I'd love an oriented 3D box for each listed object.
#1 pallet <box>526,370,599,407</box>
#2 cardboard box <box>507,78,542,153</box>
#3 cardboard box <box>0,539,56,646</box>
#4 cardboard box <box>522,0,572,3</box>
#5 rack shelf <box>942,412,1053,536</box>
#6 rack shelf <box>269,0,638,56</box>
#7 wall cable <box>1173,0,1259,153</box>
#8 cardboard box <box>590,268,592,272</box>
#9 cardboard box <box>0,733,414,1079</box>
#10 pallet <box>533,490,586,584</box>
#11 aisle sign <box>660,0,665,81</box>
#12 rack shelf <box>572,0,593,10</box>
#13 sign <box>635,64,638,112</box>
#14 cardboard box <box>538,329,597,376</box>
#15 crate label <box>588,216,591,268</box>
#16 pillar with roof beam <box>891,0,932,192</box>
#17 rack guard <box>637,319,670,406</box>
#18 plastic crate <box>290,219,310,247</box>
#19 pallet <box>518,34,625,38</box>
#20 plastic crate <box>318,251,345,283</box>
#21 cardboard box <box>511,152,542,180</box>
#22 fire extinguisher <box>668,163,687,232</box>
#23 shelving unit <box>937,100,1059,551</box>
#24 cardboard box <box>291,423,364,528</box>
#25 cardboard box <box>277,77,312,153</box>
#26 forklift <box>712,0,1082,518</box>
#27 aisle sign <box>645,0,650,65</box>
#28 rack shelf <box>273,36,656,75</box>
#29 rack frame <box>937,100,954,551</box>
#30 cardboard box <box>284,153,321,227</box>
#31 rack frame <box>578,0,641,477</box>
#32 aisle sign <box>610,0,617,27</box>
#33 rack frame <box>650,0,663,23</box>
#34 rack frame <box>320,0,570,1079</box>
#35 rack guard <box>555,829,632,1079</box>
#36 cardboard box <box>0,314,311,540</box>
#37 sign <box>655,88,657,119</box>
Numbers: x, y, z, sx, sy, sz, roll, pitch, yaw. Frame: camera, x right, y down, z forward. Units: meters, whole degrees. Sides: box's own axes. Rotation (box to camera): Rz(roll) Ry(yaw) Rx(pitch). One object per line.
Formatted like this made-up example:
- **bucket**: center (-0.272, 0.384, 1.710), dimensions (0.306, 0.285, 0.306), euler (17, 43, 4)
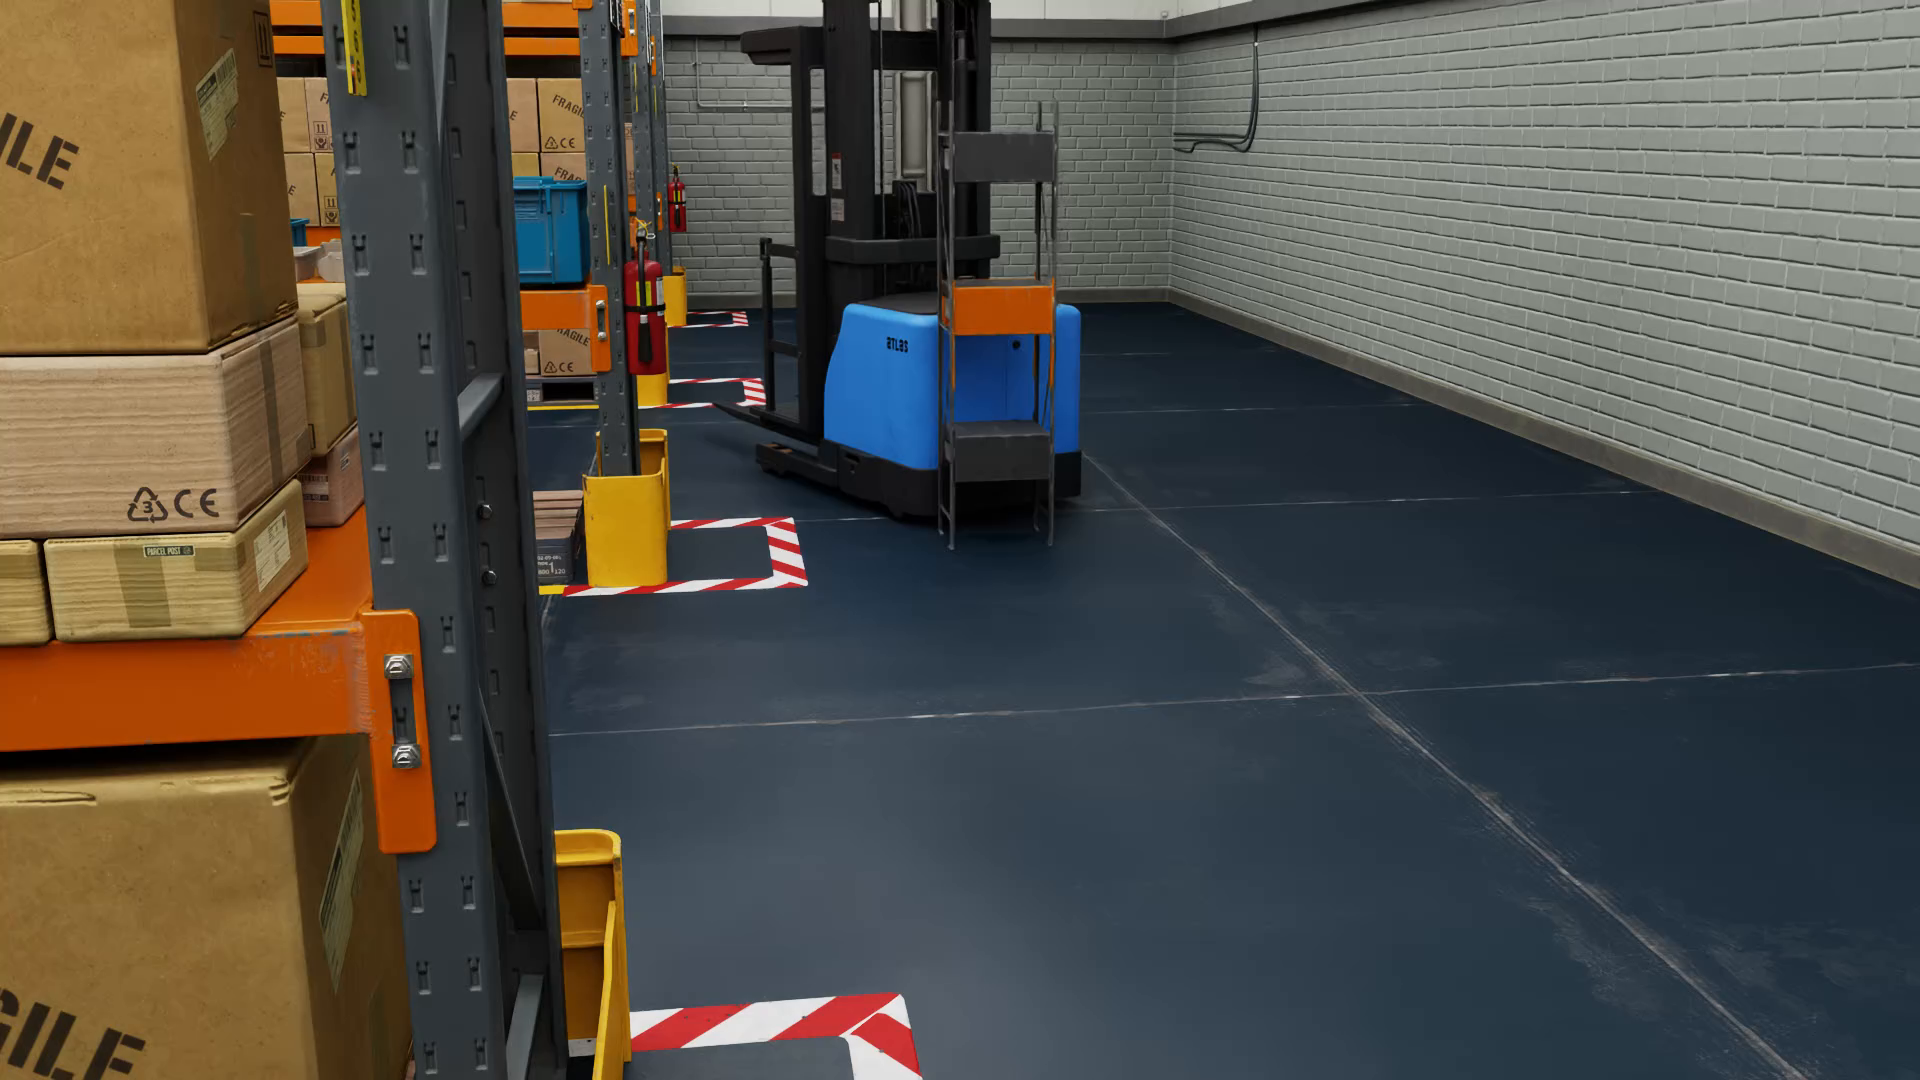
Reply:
- **pallet**: center (-3.185, -1.190, 12.532), dimensions (1.213, 0.211, 1.003), euler (-2, 14, -8)
- **cardboard box**: center (-3.221, -3.007, 11.784), dimensions (0.500, 0.500, 0.500), euler (-2, 14, -7)
- **cardboard box**: center (-1.410, 0.033, 2.442), dimensions (0.250, 0.149, 0.380), euler (-2, 14, -8)
- **cardboard box**: center (-2.791, -3.874, 11.646), dimensions (0.500, 0.250, 0.500), euler (-2, 14, -8)
- **rack shelf**: center (0.171, -0.330, 8.156), dimensions (0.480, 0.518, 0.431), euler (-2, 14, -9)
- **rack shelf**: center (-4.300, -3.608, 11.754), dimensions (4.000, 0.370, 1.077), euler (-2, 14, -8)
- **wall cable**: center (2.582, -5.288, 17.193), dimensions (0.112, 2.526, 3.097), euler (-2, 14, -8)
- **cardboard box**: center (-3.741, -2.707, 17.127), dimensions (0.500, 0.500, 0.700), euler (-2, 14, -8)
- **cardboard box**: center (-1.471, 0.678, 2.856), dimensions (0.875, 0.875, 0.875), euler (-2, 14, -8)
- **pallet**: center (-2.409, -0.010, 7.826), dimensions (1.213, 0.211, 1.003), euler (-2, 14, -8)
- **aisle sign**: center (-2.948, -4.957, 16.477), dimensions (0.004, 0.787, 0.394), euler (-2, 14, -8)
- **rack shelf**: center (-3.565, -2.416, 7.002), dimensions (4.000, 0.370, 1.077), euler (-2, 14, -8)
- **sign**: center (-2.259, -3.155, 11.606), dimensions (0.005, 0.325, 0.100), euler (-2, 14, -8)
- **cardboard box**: center (-2.823, -1.496, 12.256), dimensions (0.500, 0.500, 0.500), euler (-2, 14, -8)
- **crate label**: center (-1.881, -1.401, 7.862), dimensions (0.303, 0.233, 0.416), euler (-2, 14, -8)
- **pillar with roof beam**: center (0.119, -5.946, 13.432), dimensions (0.400, 9.000, 9.100), euler (-2, 14, -8)
- **rack guard**: center (-2.397, -1.359, 12.613), dimensions (0.348, 0.500, 1.175), euler (-2, 14, -8)
- **plastic crate**: center (-3.183, -1.353, 7.672), dimensions (0.300, 0.233, 0.416), euler (-2, 14, -8)
- **pallet**: center (-3.796, -5.148, 16.600), dimensions (1.213, 0.211, 1.003), euler (-2, 14, -8)
- **plastic crate**: center (-2.656, -1.204, 7.274), dimensions (0.243, 0.136, 0.396), euler (-2, 14, -8)
- **cardboard box**: center (-3.237, -2.521, 11.904), dimensions (0.500, 0.500, 0.500), euler (-2, 14, -8)
- **fire extinguisher**: center (-2.846, -3.442, 16.705), dimensions (0.183, 0.674, 0.296), euler (-2, 14, -8)
- **shelving unit**: center (0.171, -1.023, 7.982), dimensions (0.503, 2.100, 0.431), euler (-2, 14, -9)
- **cardboard box**: center (-1.250, -0.136, 3.114), dimensions (0.250, 0.149, 0.380), euler (-2, 14, -8)
- **cardboard box**: center (-4.751, -2.949, 11.555), dimensions (0.500, 0.500, 0.500), euler (-3, 14, -10)
- **forklift**: center (-0.553, -1.841, 9.538), dimensions (1.130, 2.935, 3.031), euler (-9, 16, -31)
- **aisle sign**: center (-2.209, -3.764, 11.720), dimensions (0.004, 0.787, 0.394), euler (-2, 14, -8)
- **rack shelf**: center (-5.041, -4.799, 16.504), dimensions (4.000, 0.370, 1.077), euler (-2, 14, -8)
- **rack frame**: center (-0.070, -1.012, 7.943), dimensions (0.015, 2.100, 0.400), euler (-2, 14, -9)
- **cardboard box**: center (-4.732, -2.468, 11.689), dimensions (0.500, 0.500, 0.500), euler (-2, 14, -9)
- **rack frame**: center (-1.588, -1.383, 7.569), dimensions (0.127, 3.000, 1.000), euler (-2, 14, -8)
- **aisle sign**: center (-1.473, -2.576, 6.982), dimensions (0.004, 0.787, 0.394), euler (-2, 14, -8)
- **rack frame**: center (-3.064, -6.676, 16.341), dimensions (0.127, 3.000, 1.000), euler (-2, 14, -8)
- **rack frame**: center (-0.850, -0.191, 2.818), dimensions (0.127, 3.000, 1.000), euler (-2, 14, -8)
- **rack guard**: center (-0.826, 1.020, 3.126), dimensions (0.348, 0.500, 1.175), euler (-2, 14, -8)
- **cardboard box**: center (-1.290, -0.181, 2.476), dimensions (0.500, 0.250, 0.500), euler (-2, 14, -9)
- **sign**: center (-2.997, -4.311, 16.379), dimensions (0.005, 0.325, 0.100), euler (-2, 14, -8)
